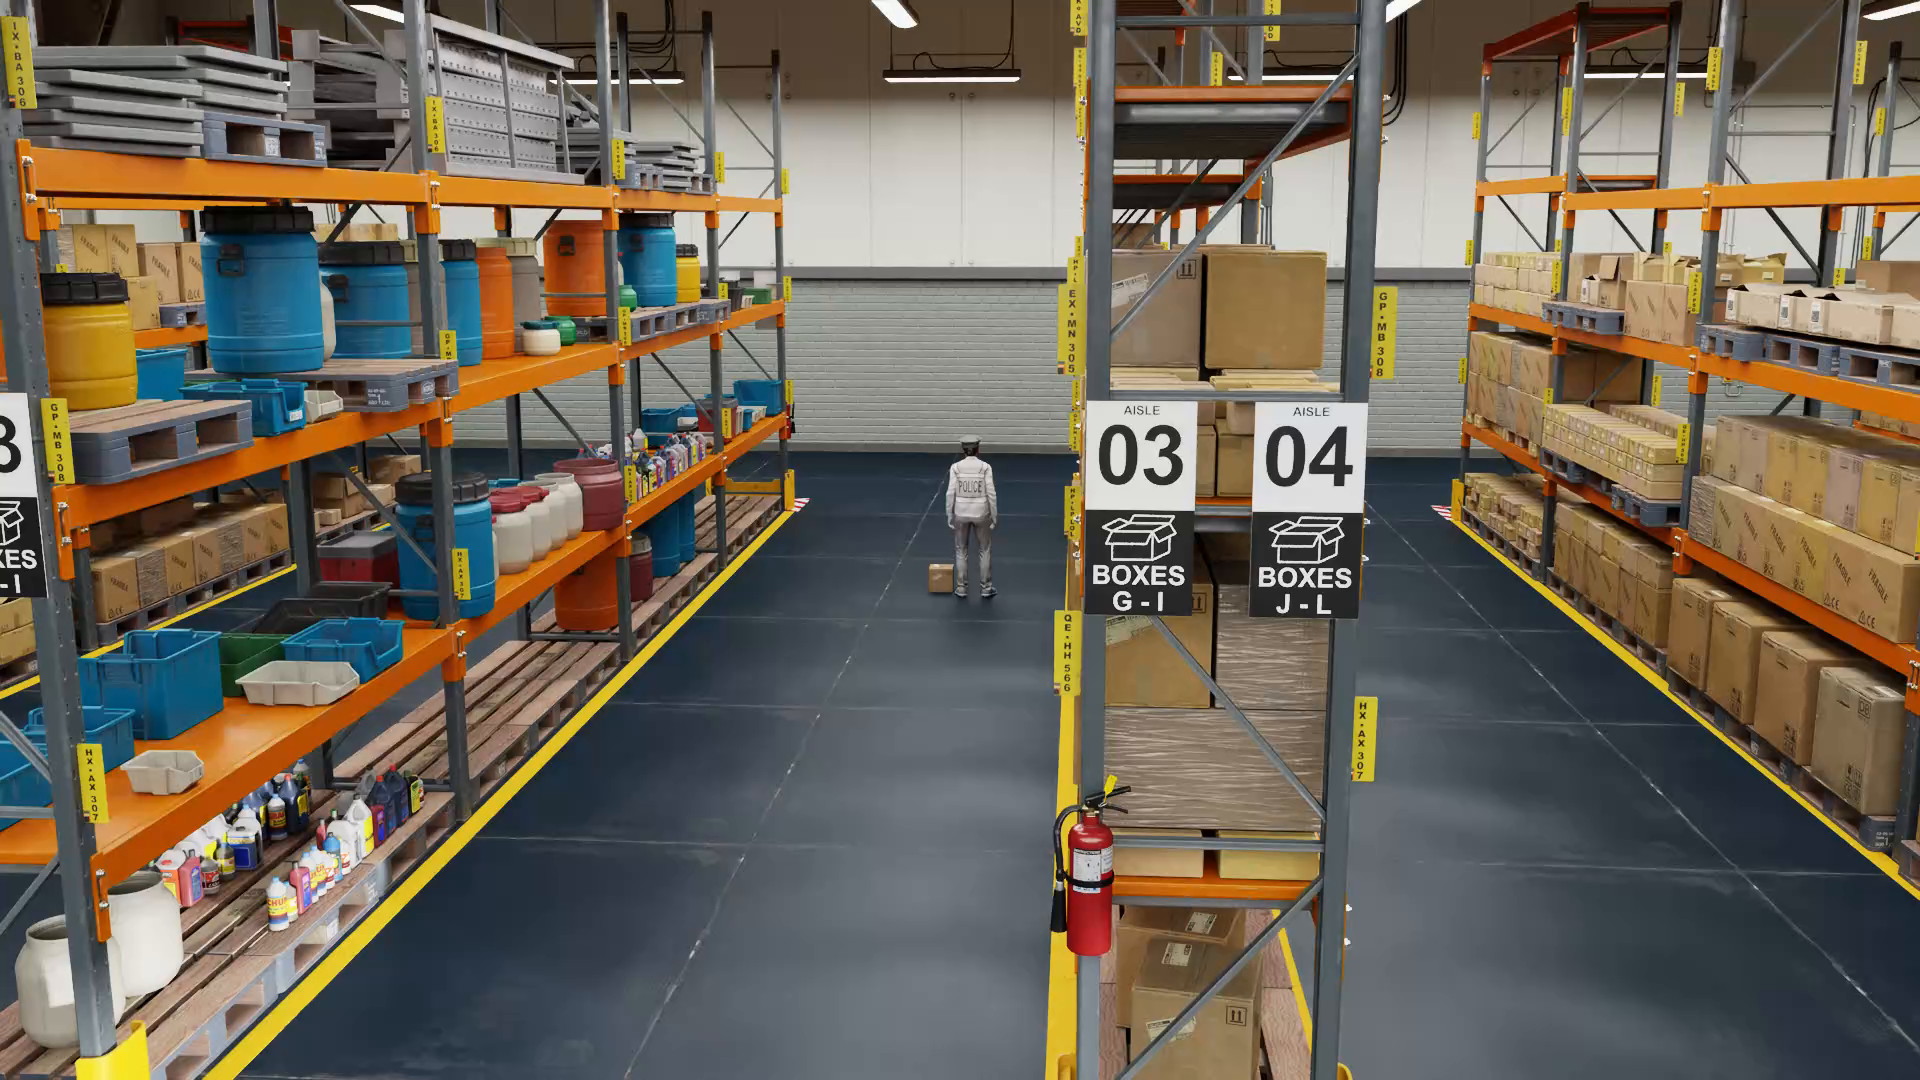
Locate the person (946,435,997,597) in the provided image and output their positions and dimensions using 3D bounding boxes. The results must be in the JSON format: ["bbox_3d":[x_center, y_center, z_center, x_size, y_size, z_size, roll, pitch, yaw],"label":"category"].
[{"bbox_3d":[0.123,-0.240,17.173,0.529,1.663,0.374,1,11,5],"label":"person"}]
